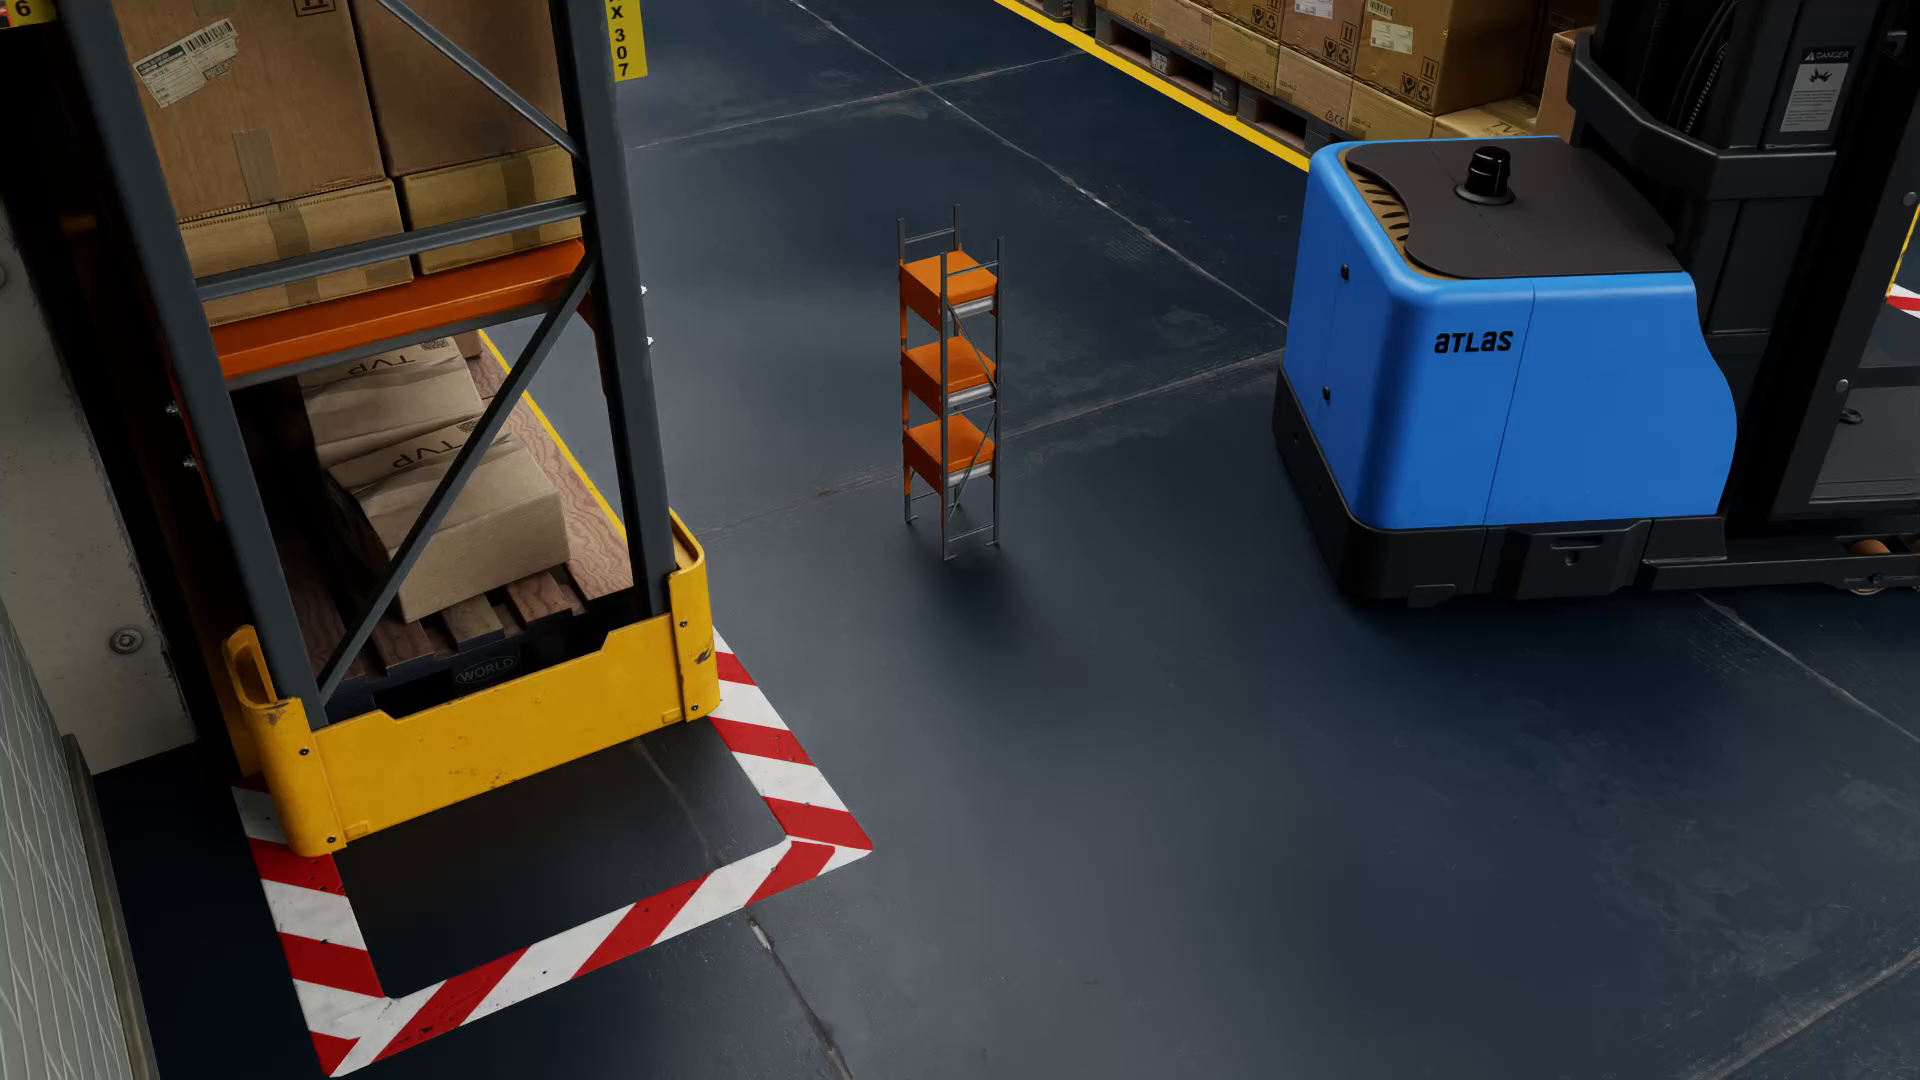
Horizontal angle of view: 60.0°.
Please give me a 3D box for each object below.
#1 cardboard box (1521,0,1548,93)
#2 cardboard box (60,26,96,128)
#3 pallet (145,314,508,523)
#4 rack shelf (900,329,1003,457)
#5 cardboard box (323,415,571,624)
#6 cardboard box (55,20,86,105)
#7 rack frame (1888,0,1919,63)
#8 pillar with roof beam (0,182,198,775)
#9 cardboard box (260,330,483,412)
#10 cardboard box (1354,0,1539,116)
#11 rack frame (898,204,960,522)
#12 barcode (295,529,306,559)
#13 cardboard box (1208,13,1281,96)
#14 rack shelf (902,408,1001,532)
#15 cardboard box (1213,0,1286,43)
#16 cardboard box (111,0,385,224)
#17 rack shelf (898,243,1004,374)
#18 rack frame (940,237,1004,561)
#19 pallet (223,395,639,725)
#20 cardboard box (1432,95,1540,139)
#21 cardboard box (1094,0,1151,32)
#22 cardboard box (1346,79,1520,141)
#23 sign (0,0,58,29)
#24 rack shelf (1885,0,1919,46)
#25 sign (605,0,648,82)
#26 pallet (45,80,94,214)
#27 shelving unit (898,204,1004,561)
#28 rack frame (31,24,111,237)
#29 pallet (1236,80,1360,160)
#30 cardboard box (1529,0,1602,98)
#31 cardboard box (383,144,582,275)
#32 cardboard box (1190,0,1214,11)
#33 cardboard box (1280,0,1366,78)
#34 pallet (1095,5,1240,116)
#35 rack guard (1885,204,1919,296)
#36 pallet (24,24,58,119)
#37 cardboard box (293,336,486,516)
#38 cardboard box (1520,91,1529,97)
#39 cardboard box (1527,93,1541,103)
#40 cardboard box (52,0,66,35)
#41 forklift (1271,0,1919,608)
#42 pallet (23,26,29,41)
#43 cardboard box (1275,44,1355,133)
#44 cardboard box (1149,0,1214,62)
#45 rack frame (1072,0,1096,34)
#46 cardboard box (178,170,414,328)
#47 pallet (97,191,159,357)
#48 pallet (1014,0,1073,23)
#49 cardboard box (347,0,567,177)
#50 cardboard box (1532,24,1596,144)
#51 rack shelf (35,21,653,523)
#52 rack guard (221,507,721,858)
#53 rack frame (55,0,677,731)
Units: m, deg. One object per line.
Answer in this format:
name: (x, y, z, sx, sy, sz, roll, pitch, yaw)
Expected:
cardboard box: (2.492, -2.301, 7.197, 0.500, 0.500, 0.500, -19, 40, -24)
cardboard box: (-2.126, -1.269, 4.555, 0.500, 0.250, 0.500, -19, 40, -24)
pallet: (-2.222, -0.583, 5.870, 1.003, 0.211, 1.213, -19, 40, -24)
rack shelf: (-0.027, -0.443, 4.984, 0.215, 0.259, 0.240, -19, 40, -24)
cardboard box: (-1.467, -0.096, 4.745, 0.500, 0.311, 0.500, -24, 42, -29)
cardboard box: (-2.382, -1.526, 4.907, 0.500, 0.250, 0.500, -18, 40, -23)
rack frame: (3.084, -2.094, 5.574, 1.000, 3.000, 0.127, -19, 40, -24)
pillar with roof beam: (1.426, -4.423, 3.677, 9.100, 9.000, 0.400, -19, 40, -24)
cardboard box: (-2.079, -0.852, 5.619, 0.700, 0.500, 0.500, -22, 41, -27)
cardboard box: (2.042, -2.147, 6.986, 0.500, 0.500, 0.500, -19, 40, -24)
rack frame: (-0.088, -0.513, 5.063, 0.200, 1.050, 0.008, -19, 40, -24)
barcode: (-1.822, 0.010, 4.592, 0.001, 0.075, 0.075, -19, 40, -24)
cardboard box: (1.539, -2.354, 7.905, 0.500, 0.250, 0.500, -19, 40, -24)
rack shelf: (-0.027, -0.218, 5.148, 0.215, 0.259, 0.240, -19, 40, -24)
cardboard box: (1.539, -2.657, 7.684, 0.500, 0.500, 0.500, -19, 40, -24)
cardboard box: (-1.618, -1.052, 3.622, 0.500, 0.500, 0.500, -19, 40, -24)
rack shelf: (-0.027, -0.672, 4.817, 0.215, 0.259, 0.240, -19, 40, -24)
rack frame: (0.034, -0.389, 4.893, 0.200, 1.050, 0.008, -19, 40, -24)
pallet: (-1.613, 0.038, 5.019, 1.003, 0.211, 1.213, -19, 40, -24)
cardboard box: (2.298, -1.591, 6.860, 0.500, 0.250, 0.500, -19, 40, -24)
cardboard box: (1.045, -2.867, 8.607, 0.500, 0.250, 0.500, -19, 40, -24)
cardboard box: (2.045, -1.845, 7.208, 0.500, 0.250, 0.500, -19, 40, -24)
sign: (-1.687, -1.065, 2.916, 0.100, 0.325, 0.005, -19, 40, -24)
rack shelf: (2.079, -2.824, 7.183, 1.077, 0.370, 4.000, -19, 40, -24)
sign: (-0.728, -1.135, 3.527, 0.100, 0.325, 0.005, -19, 40, -24)
pallet: (-3.599, -1.935, 7.720, 1.003, 0.211, 1.213, -19, 40, -24)
shelving unit: (-0.027, -0.451, 4.978, 0.215, 1.050, 0.252, -19, 40, -24)
rack frame: (-3.207, -2.664, 6.355, 1.000, 3.000, 0.127, -19, 40, -24)
pallet: (2.055, -1.967, 7.764, 1.003, 0.211, 1.213, -19, 40, -24)
cardboard box: (2.754, -2.050, 6.853, 0.500, 0.500, 0.500, -19, 40, -24)
cardboard box: (-1.168, -0.915, 4.070, 0.500, 0.250, 0.500, -20, 41, -25)
cardboard box: (1.295, -2.914, 8.036, 0.500, 0.500, 0.500, -19, 40, -24)
cardboard box: (1.792, -2.402, 7.336, 0.500, 0.500, 0.500, -19, 40, -24)
pallet: (1.438, -2.590, 8.617, 1.003, 0.211, 1.213, -19, 40, -24)
rack guard: (3.096, -1.072, 6.295, 1.175, 0.500, 0.348, -19, 40, -24)
pallet: (-4.216, -2.558, 8.573, 1.003, 0.211, 1.213, -19, 40, -24)
cardboard box: (-1.753, -0.386, 5.143, 0.500, 0.311, 0.500, -16, 39, -20)
cardboard box: (2.502, -2.002, 7.423, 0.500, 0.250, 0.500, -19, 40, -24)
cardboard box: (2.753, -1.747, 7.073, 0.500, 0.250, 0.500, -19, 40, -24)
cardboard box: (-2.126, -1.574, 4.336, 0.500, 0.500, 0.500, -20, 41, -25)
forklift: (2.602, -1.328, 4.583, 3.031, 2.935, 1.130, -3, 36, -4)
pallet: (-4.825, -3.179, 9.424, 1.003, 0.211, 1.213, -19, 40, -24)
cardboard box: (1.795, -2.101, 7.558, 0.500, 0.250, 0.500, -19, 40, -24)
cardboard box: (1.292, -2.610, 8.256, 0.500, 0.250, 0.500, -19, 40, -24)
rack frame: (1.074, -4.134, 8.367, 1.000, 3.000, 0.127, -19, 40, -24)
cardboard box: (-1.600, -0.753, 3.848, 0.500, 0.250, 0.500, -18, 40, -23)
pallet: (-2.839, -1.206, 6.722, 1.003, 0.211, 1.213, -19, 40, -24)
pallet: (0.671, -3.372, 9.688, 1.003, 0.211, 1.213, -19, 40, -24)
cardboard box: (-1.177, -1.207, 3.834, 0.500, 0.500, 0.500, -19, 40, -24)
cardboard box: (2.557, -1.641, 6.294, 0.500, 0.500, 0.500, -19, 40, -24)
rack shelf: (-2.202, -1.354, 5.170, 1.077, 0.370, 4.000, -19, 40, -24)
rack guard: (-1.235, 0.346, 4.352, 1.175, 0.500, 0.348, -19, 40, -24)
rack frame: (-1.197, -0.624, 3.562, 1.000, 3.000, 0.127, -19, 40, -24)
